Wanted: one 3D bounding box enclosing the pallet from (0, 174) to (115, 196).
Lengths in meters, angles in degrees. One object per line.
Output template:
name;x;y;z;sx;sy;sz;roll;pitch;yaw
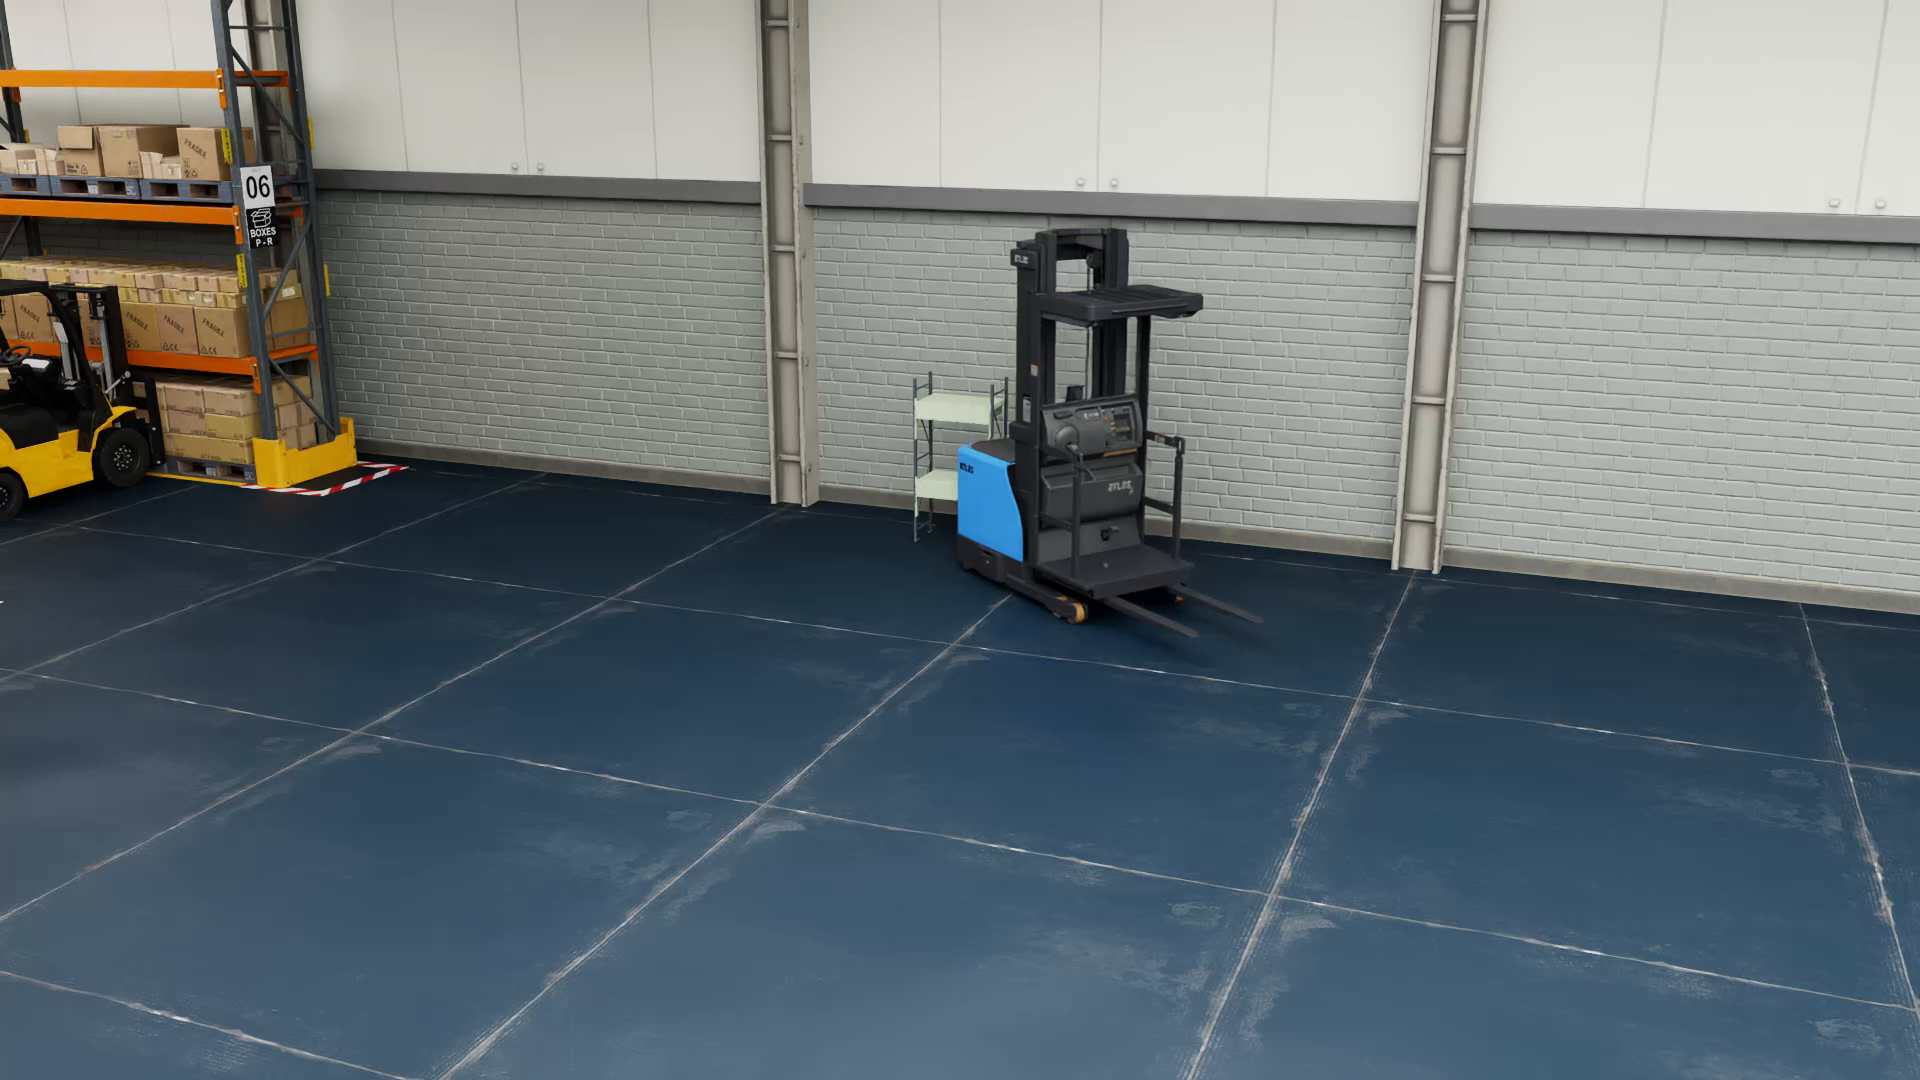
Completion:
pallet;-9.813;-3.860;17.868;1.213;0.211;1.003;6;17;21

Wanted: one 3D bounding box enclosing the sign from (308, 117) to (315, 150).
sign;-6.686;-4.175;17.085;0.005;0.325;0.100;6;17;21

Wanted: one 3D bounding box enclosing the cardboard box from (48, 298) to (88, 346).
cardboard box;-9.337;-2.377;17.802;0.500;0.500;0.500;6;17;20

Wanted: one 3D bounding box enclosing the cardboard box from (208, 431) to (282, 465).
cardboard box;-7.448;-0.981;17.350;0.500;0.250;0.500;6;17;21

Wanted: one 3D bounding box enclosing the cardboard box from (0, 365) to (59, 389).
cardboard box;-10.281;-1.773;18.286;0.500;0.250;0.500;6;17;20

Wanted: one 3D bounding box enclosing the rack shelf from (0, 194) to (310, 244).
rack shelf;-8.756;-3.433;17.529;4.000;0.370;1.077;6;17;21

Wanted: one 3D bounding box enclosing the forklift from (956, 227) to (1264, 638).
forklift;1.169;-0.902;13.023;1.130;2.935;3.031;-10;19;-30

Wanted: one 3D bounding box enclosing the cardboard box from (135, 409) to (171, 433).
cardboard box;-8.413;-1.325;17.639;0.500;0.250;0.500;6;17;19

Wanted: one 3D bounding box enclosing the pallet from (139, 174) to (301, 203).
pallet;-7.543;-3.610;17.008;1.213;0.211;1.003;6;17;21

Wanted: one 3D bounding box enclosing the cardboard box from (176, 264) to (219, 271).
cardboard box;-8.090;-2.834;17.679;0.250;0.149;0.380;7;18;22

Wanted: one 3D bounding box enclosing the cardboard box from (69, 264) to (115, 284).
cardboard box;-9.201;-2.824;17.645;0.250;0.149;0.380;6;17;20

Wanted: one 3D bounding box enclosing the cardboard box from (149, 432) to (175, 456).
cardboard box;-8.369;-1.088;17.718;0.500;0.250;0.500;6;17;21

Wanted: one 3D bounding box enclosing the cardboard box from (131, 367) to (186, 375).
cardboard box;-8.674;-1.751;18.211;0.500;0.250;0.500;6;17;20

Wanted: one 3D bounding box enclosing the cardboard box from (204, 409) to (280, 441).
cardboard box;-7.463;-1.223;17.289;0.500;0.250;0.500;6;17;20

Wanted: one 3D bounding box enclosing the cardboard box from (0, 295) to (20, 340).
cardboard box;-10.299;-2.477;18.148;0.500;0.500;0.500;6;17;19

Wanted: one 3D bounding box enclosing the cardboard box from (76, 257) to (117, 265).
cardboard box;-9.483;-3.021;18.324;0.250;0.149;0.380;6;17;20

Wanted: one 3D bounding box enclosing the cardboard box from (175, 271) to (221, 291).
cardboard box;-7.800;-2.655;17.061;0.250;0.149;0.380;7;17;22

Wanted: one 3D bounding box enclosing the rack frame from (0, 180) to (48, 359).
rack frame;-10.616;-2.543;18.551;0.127;3.000;1.000;6;17;21

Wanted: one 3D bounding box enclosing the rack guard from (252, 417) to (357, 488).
rack guard;-6.873;-0.930;17.482;0.348;0.500;1.175;6;17;21

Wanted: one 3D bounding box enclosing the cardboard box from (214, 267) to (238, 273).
cardboard box;-7.611;-2.784;17.508;0.250;0.149;0.380;7;17;22

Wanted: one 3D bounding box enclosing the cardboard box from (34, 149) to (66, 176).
cardboard box;-9.347;-3.938;17.285;0.258;0.266;0.396;6;17;19

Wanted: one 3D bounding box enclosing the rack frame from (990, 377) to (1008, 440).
rack frame;0.347;-0.682;14.833;0.023;1.500;0.400;6;17;21

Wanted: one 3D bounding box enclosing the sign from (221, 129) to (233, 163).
sign;-7.107;-3.822;16.131;0.005;0.325;0.100;6;17;21

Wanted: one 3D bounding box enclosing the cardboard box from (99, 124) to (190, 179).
cardboard box;-8.313;-3.984;17.026;0.500;0.500;0.700;6;17;21

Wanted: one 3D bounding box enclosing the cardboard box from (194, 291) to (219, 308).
cardboard box;-7.569;-2.474;16.973;0.250;0.149;0.380;7;17;22

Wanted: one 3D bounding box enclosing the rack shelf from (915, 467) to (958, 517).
rack shelf;0.006;-0.406;15.053;0.720;0.370;0.431;6;17;21

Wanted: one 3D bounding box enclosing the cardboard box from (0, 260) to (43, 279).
cardboard box;-10.146;-2.937;18.032;0.250;0.149;0.380;7;17;21

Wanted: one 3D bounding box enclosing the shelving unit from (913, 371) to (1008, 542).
shelving unit;0.006;-0.720;14.962;0.755;1.500;0.431;6;17;21

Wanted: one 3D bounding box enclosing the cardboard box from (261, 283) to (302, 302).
cardboard box;-7.116;-2.595;17.389;0.250;0.149;0.380;6;17;19

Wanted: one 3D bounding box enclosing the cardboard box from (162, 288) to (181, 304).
cardboard box;-8.015;-2.545;17.217;0.250;0.149;0.380;6;17;20

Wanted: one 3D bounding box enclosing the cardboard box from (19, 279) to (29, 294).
cardboard box;-9.922;-2.756;17.943;0.250;0.149;0.380;6;17;21

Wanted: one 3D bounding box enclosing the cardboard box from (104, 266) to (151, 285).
cardboard box;-8.735;-2.773;17.469;0.250;0.149;0.380;7;17;21

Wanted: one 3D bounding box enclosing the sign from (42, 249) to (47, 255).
sign;-10.414;-3.140;18.916;0.005;0.325;0.100;6;17;21

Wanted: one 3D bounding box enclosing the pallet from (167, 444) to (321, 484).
pallet;-7.622;-0.862;17.763;1.213;0.211;1.003;6;17;21

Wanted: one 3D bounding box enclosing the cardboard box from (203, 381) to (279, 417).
cardboard box;-7.438;-1.461;17.211;0.500;0.250;0.500;7;18;22

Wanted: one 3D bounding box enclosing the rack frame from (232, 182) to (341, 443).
rack frame;-6.895;-2.133;17.142;0.127;3.000;1.000;6;17;21

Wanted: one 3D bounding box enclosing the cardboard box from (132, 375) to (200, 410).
cardboard box;-8.388;-1.561;17.555;0.500;0.250;0.500;7;17;21

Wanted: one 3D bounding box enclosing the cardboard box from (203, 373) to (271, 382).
cardboard box;-7.739;-1.643;17.839;0.500;0.250;0.500;6;17;21

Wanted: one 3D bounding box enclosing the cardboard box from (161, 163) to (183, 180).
cardboard box;-7.777;-3.709;16.707;0.250;0.149;0.380;6;17;19

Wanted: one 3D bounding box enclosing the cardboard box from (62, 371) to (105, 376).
cardboard box;-9.342;-1.670;17.932;0.500;0.250;0.500;7;18;23

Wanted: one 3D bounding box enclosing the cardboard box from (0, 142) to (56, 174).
cardboard box;-9.932;-4.042;17.562;0.500;0.311;0.500;7;17;22

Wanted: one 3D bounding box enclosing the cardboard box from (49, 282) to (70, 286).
cardboard box;-9.476;-2.684;17.696;0.250;0.149;0.380;6;17;20

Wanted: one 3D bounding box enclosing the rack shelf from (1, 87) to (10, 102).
rack shelf;-12.477;-5.091;18.576;4.000;0.370;1.077;6;17;21

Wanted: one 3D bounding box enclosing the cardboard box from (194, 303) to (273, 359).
cardboard box;-7.449;-2.164;17.067;0.500;0.500;0.500;6;17;19

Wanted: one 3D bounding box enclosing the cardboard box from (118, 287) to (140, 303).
cardboard box;-8.523;-2.581;17.340;0.250;0.149;0.380;6;17;21

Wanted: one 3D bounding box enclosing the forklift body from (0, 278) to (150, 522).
forklift body;-9.329;-1.447;16.299;1.214;2.155;2.313;6;17;21

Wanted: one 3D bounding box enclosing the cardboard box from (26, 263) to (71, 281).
cardboard box;-9.710;-2.855;17.752;0.250;0.149;0.380;7;17;22

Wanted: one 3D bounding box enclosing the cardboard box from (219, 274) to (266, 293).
cardboard box;-7.306;-2.618;16.934;0.250;0.149;0.380;6;17;21

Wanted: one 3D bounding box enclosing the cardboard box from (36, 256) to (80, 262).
cardboard box;-9.990;-3.054;18.438;0.250;0.149;0.380;6;17;19

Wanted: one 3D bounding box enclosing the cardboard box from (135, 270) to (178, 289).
cardboard box;-8.287;-2.697;17.208;0.250;0.149;0.380;7;18;22

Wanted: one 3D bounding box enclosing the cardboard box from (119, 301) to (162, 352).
cardboard box;-8.405;-2.271;17.438;0.500;0.500;0.500;6;17;20

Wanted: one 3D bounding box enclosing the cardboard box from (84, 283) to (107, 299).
cardboard box;-8.985;-2.638;17.537;0.250;0.149;0.380;6;17;19

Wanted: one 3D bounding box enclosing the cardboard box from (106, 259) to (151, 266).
cardboard box;-9.029;-2.951;18.083;0.250;0.149;0.380;6;17;20

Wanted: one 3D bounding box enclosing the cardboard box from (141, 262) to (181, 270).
cardboard box;-8.558;-2.891;17.876;0.250;0.149;0.380;6;17;21

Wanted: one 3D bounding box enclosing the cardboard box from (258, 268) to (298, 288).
cardboard box;-7.129;-2.725;17.305;0.250;0.149;0.380;6;17;20

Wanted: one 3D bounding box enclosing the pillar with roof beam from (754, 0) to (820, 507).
pillar with roof beam;-3.210;-3.589;11.396;0.400;9.000;9.100;6;17;21
